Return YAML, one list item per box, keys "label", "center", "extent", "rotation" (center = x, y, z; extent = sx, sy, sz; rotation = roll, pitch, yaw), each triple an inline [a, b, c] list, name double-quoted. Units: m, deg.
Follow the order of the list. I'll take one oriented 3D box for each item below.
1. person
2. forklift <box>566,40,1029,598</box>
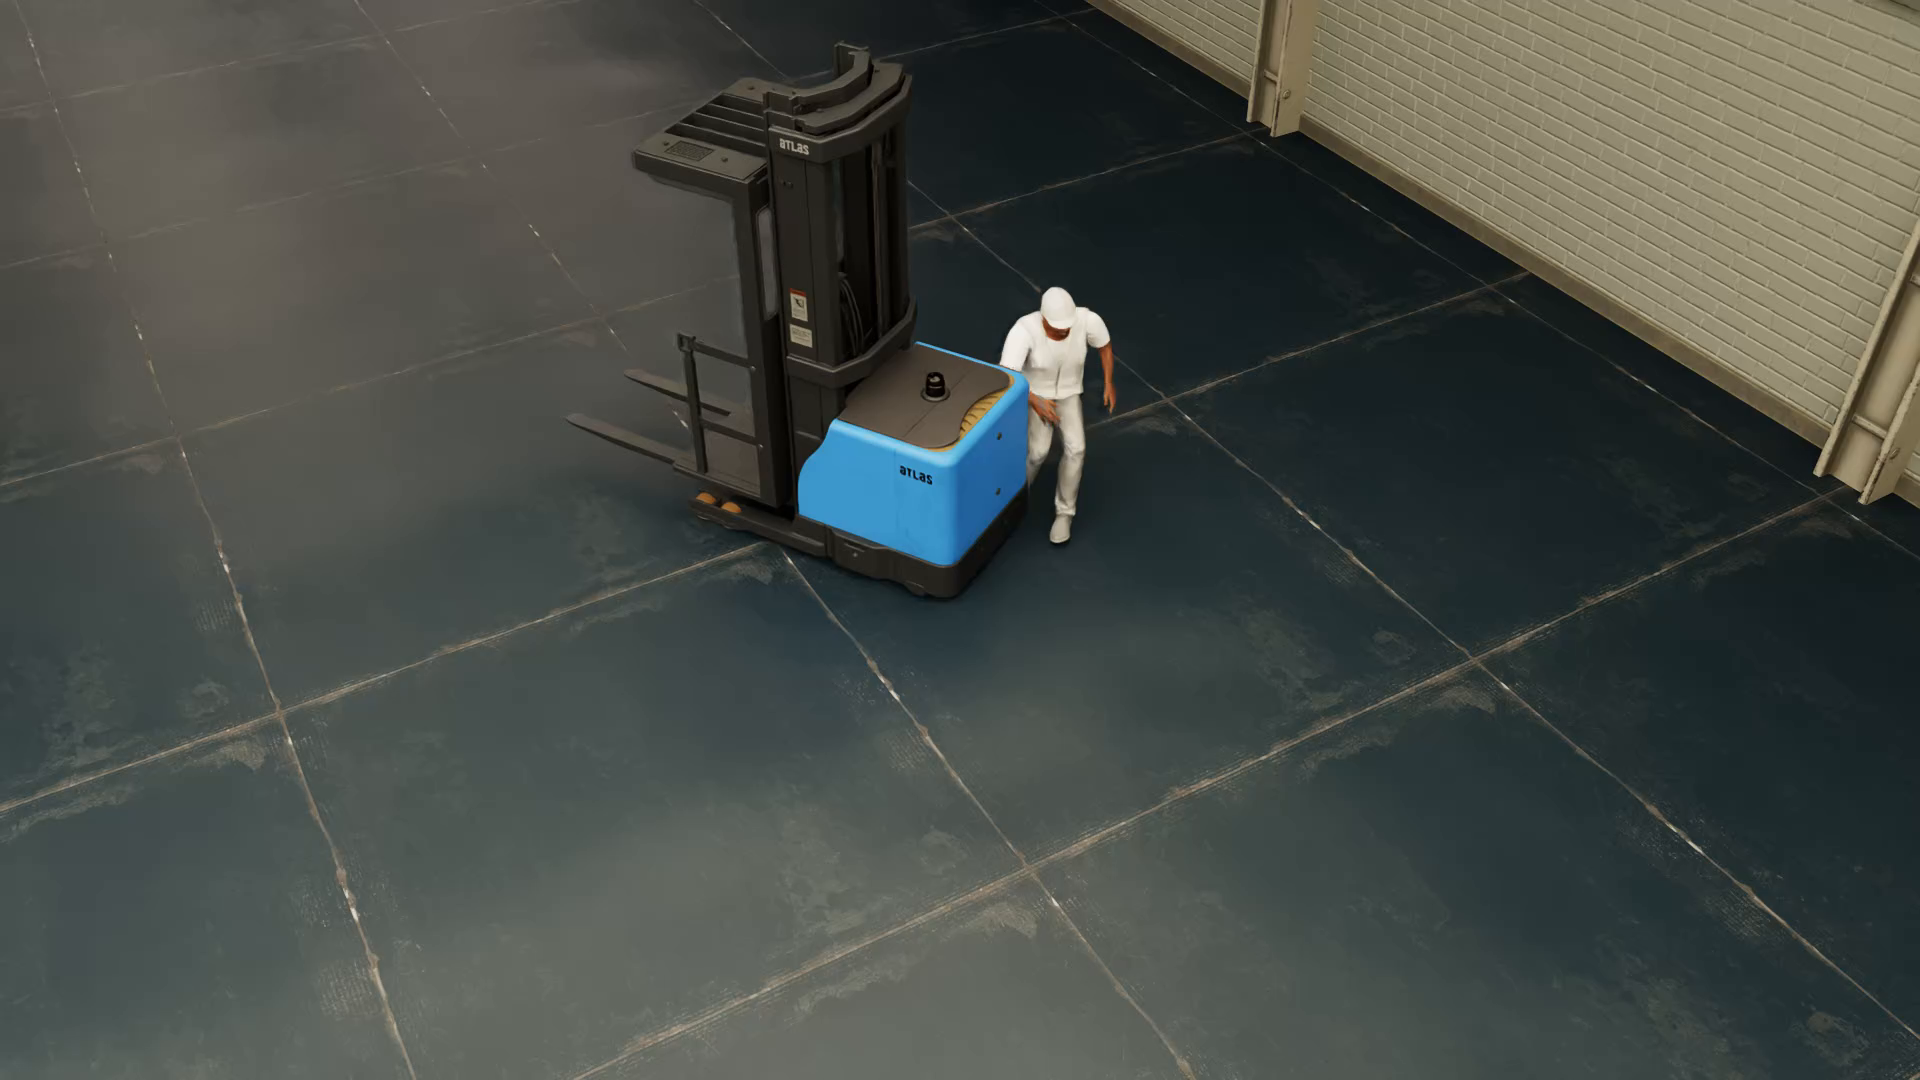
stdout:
- label: "person"
  center: [0.628, -0.799, 10.178]
  extent: [0.813, 1.550, 0.910]
  rotation: [-9, 41, -11]
- label: "forklift"
  center: [-1.116, -1.470, 9.808]
  extent: [3.031, 2.935, 1.130]
  rotation: [20, 44, 22]
